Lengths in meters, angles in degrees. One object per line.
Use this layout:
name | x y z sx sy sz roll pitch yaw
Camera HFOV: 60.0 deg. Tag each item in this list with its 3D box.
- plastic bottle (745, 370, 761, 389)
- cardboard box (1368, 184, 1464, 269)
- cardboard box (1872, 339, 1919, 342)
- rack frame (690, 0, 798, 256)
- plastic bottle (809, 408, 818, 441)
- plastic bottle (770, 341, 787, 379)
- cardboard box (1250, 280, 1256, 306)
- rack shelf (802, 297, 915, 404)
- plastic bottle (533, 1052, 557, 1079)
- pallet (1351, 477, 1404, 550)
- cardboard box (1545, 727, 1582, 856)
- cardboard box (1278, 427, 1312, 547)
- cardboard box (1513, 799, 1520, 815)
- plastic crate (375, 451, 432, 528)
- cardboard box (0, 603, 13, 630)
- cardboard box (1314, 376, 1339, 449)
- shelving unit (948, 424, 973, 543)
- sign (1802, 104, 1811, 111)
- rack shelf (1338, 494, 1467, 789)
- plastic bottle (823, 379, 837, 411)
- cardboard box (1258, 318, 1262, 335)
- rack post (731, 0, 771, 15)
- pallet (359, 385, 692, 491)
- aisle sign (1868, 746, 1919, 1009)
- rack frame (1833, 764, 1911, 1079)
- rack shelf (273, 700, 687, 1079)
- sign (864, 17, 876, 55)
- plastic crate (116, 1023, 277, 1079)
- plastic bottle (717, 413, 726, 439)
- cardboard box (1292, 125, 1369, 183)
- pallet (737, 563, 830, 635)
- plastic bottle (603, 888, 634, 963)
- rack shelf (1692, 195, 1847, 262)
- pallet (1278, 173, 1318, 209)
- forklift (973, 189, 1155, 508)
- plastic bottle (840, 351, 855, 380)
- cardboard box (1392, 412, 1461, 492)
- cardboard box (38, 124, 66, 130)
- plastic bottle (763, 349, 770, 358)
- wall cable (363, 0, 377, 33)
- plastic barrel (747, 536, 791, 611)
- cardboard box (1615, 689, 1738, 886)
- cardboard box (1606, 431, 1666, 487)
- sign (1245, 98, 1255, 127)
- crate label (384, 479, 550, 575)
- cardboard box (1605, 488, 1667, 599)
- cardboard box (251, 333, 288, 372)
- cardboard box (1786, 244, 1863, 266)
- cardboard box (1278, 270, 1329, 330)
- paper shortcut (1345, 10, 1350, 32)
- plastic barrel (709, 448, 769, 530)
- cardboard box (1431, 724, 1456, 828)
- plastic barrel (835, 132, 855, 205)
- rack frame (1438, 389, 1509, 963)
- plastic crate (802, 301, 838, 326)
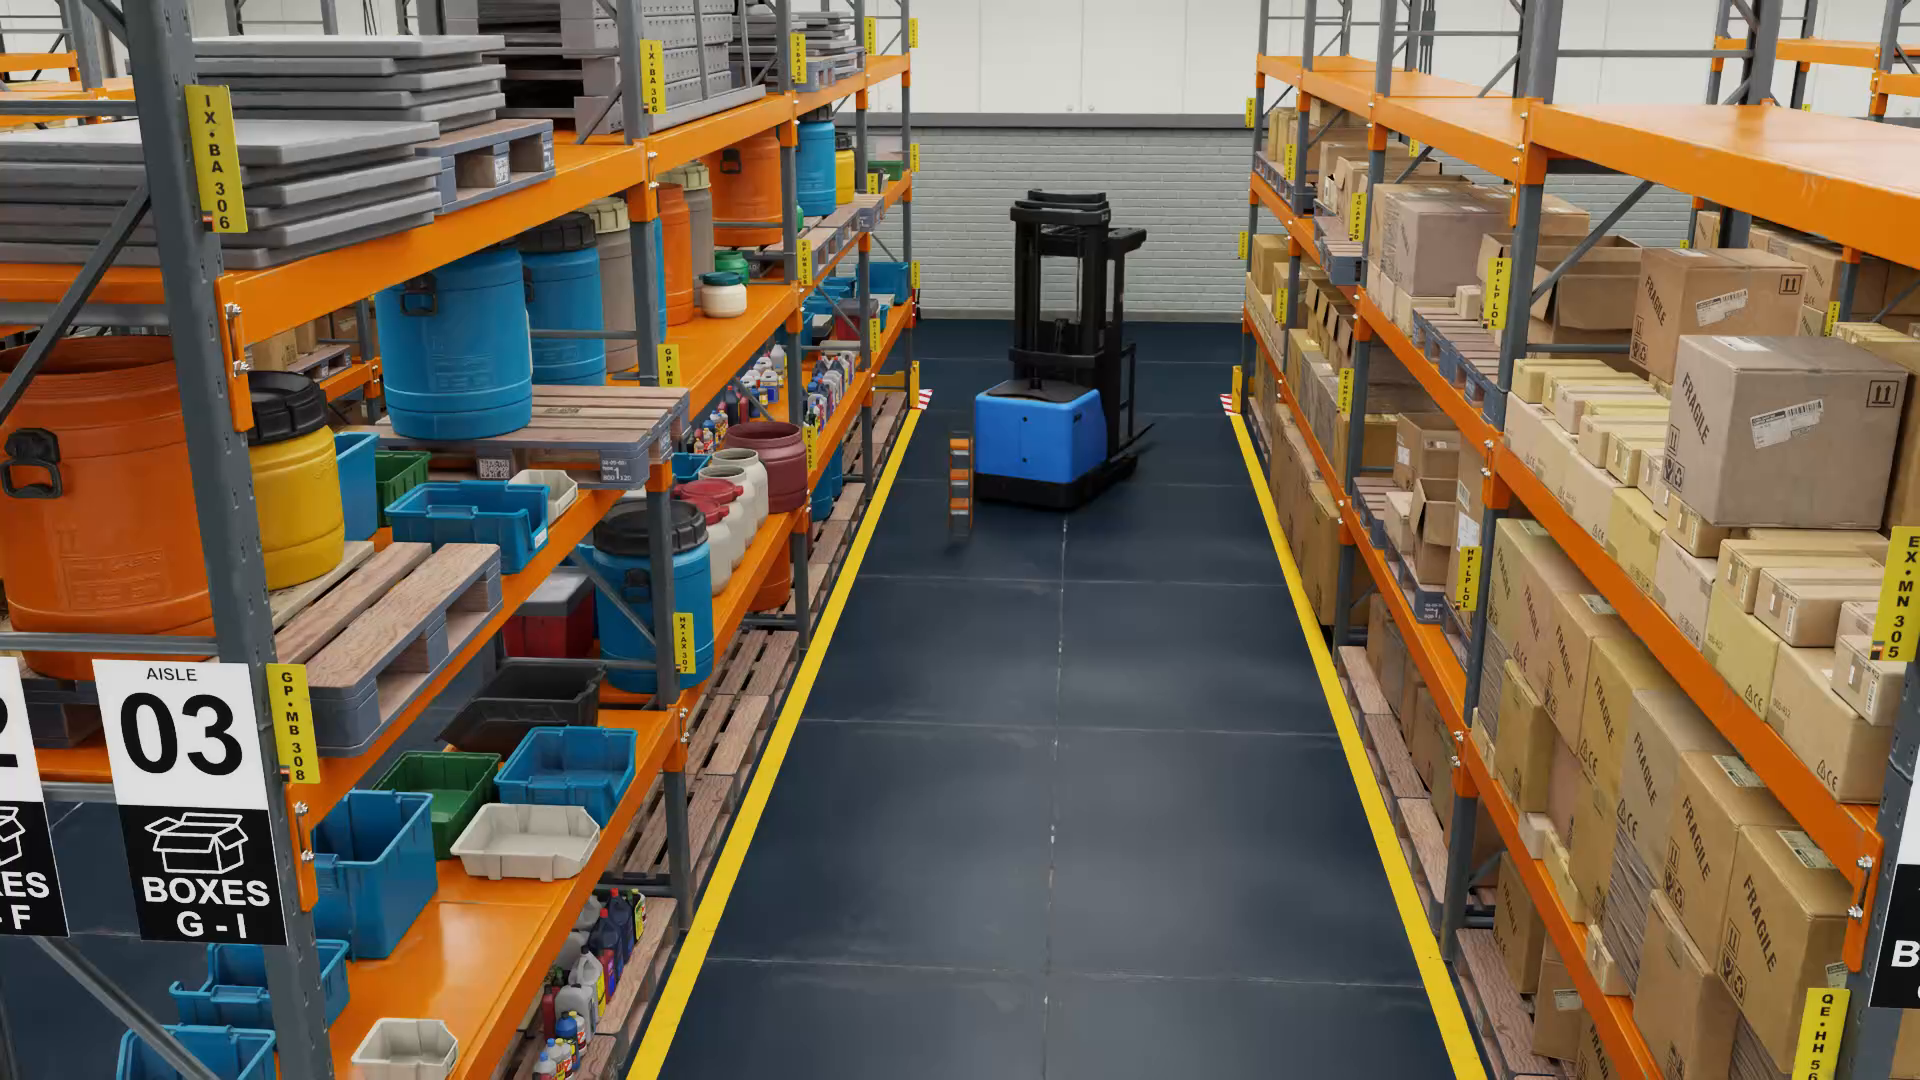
plastic bottle | -1.846 -1.365 14.799 0.152 0.276 0.135 1 18 4
cardboard box | 2.997 -2.064 10.953 0.500 0.500 0.500 1 18 4
cardboard box | 7.972 -1.601 14.094 0.380 0.149 0.250 1 18 3
rack frame | -1.653 -3.456 11.344 1.000 3.000 0.127 1 18 4
plastic bottle | -1.195 -0.932 13.466 0.061 0.283 0.133 1 18 4
plastic bottle | -1.718 -1.709 15.728 0.144 0.351 0.185 1 18 4
cardboard box | 3.526 -2.744 18.571 0.500 0.250 0.500 1 18 3
rack shelf | -1.223 -2.126 18.077 1.077 0.370 4.000 1 18 4
plastic bottle | -1.761 2.305 7.074 0.097 0.271 0.097 0 18 0
pallet | 3.342 -0.179 11.288 1.213 0.211 1.003 1 18 4
cardboard box | 2.900 1.010 6.713 0.875 0.500 0.500 1 18 4
cardboard box | 3.485 -0.450 14.543 1.225 0.875 0.875 1 18 2
cardboard box | 2.655 1.161 7.293 0.380 0.149 0.250 1 18 4
plastic crate | -2.324 -0.203 6.576 0.336 0.188 0.450 1 18 4
cardboard box | -6.455 0.611 11.410 0.500 0.311 0.500 1 18 4
cardboard box | 3.151 -1.017 13.375 0.500 0.500 0.500 1 18 2
shelving unit | 0.004 -0.516 15.137 0.215 1.050 0.252 1 18 4
sign | 9.353 -4.664 18.428 0.100 0.325 0.005 1 18 4
rack shelf | 3.144 0.469 10.157 1.077 0.370 4.000 1 18 4
plastic bottle | -1.161 -1.275 14.522 0.152 0.276 0.135 1 18 4
cardboard box | 3.397 -2.279 17.791 0.380 0.149 0.250 1 18 3
rack post | -1.695 -3.945 12.009 0.624 0.289 0.986 1 18 4
pallet | -1.894 -0.472 7.359 1.213 0.211 1.003 1 18 4
aisle sign | 2.410 0.768 3.915 0.394 0.787 0.004 1 18 4
rack frame | 2.714 1.990 4.358 1.000 3.000 0.127 1 18 4
rack shelf | -2.083 1.601 6.703 1.077 0.370 4.000 1 18 4
sign | -0.818 -4.586 15.129 0.100 0.325 0.005 1 18 4
plastic crate | -2.489 1.788 5.214 0.499 0.251 0.616 1 18 4
plastic bottle | -1.965 -0.934 13.602 0.097 0.201 0.097 0 18 0
cardboard box | 3.570 -3.701 15.915 0.700 0.500 0.500 0 18 1
pallet | -1.638 0.475 13.463 1.003 0.211 1.213 1 18 4
plastic bottle | -1.698 1.894 8.201 0.144 0.351 0.185 1 18 2
rack shelf | 8.657 -3.299 16.839 1.077 0.370 4.000 1 18 4
pallet | 3.643 -3.374 16.054 1.003 0.211 1.213 1 18 4
forklift | 1.217 -2.119 17.009 1.130 2.935 3.031 8 20 24
plastic bottle | -1.072 -1.659 15.694 0.152 0.276 0.135 1 18 4
cardboard box | 3.288 -0.573 11.345 0.500 0.500 0.500 -1 18 -3
cardboard box | -10.749 -4.678 19.299 0.500 0.250 0.500 2 18 6
plastic bottle | -1.828 -1.646 15.643 0.061 0.283 0.133 1 18 4
wall cable | -7.501 -8.774 24.451 3.097 2.526 0.112 1 18 4
plastic barrel | -1.635 0.075 13.016 0.600 0.830 0.708 1 18 4
cardboard box | 2.575 0.839 5.627 0.500 0.500 0.500 1 18 4
cardboard box | 2.614 -0.296 6.118 0.380 0.149 0.250 1 18 3
sign | 3.308 -4.872 18.952 0.100 0.325 0.005 1 18 4
crate label | -1.763 -0.049 6.003 0.502 0.251 0.408 1 18 4
cardboard box | 2.604 0.010 5.825 0.500 0.250 0.500 1 18 3
cardboard box | -6.372 -1.656 14.651 0.700 0.500 0.500 -3 18 -10
cardboard box | 8.310 -2.571 16.035 0.500 0.500 0.500 1 18 2
cardboard box | 3.340 -2.312 16.047 0.500 0.500 0.500 2 18 5
paper shortcut | 2.858 -3.833 12.273 0.009 0.170 0.078 11 -13 1
plastic barrel | -1.514 -0.334 11.271 0.421 0.512 0.421 0 18 0
cardboard box | 3.119 1.389 9.502 0.700 0.500 0.500 1 18 4
plastic barrel | -1.229 -3.274 14.629 0.600 0.588 0.600 0 18 0
rack frame | 3.001 0.748 8.150 1.000 3.000 0.127 1 18 4
plastic crate | -1.541 -2.467 18.134 0.416 0.233 0.300 1 18 4
